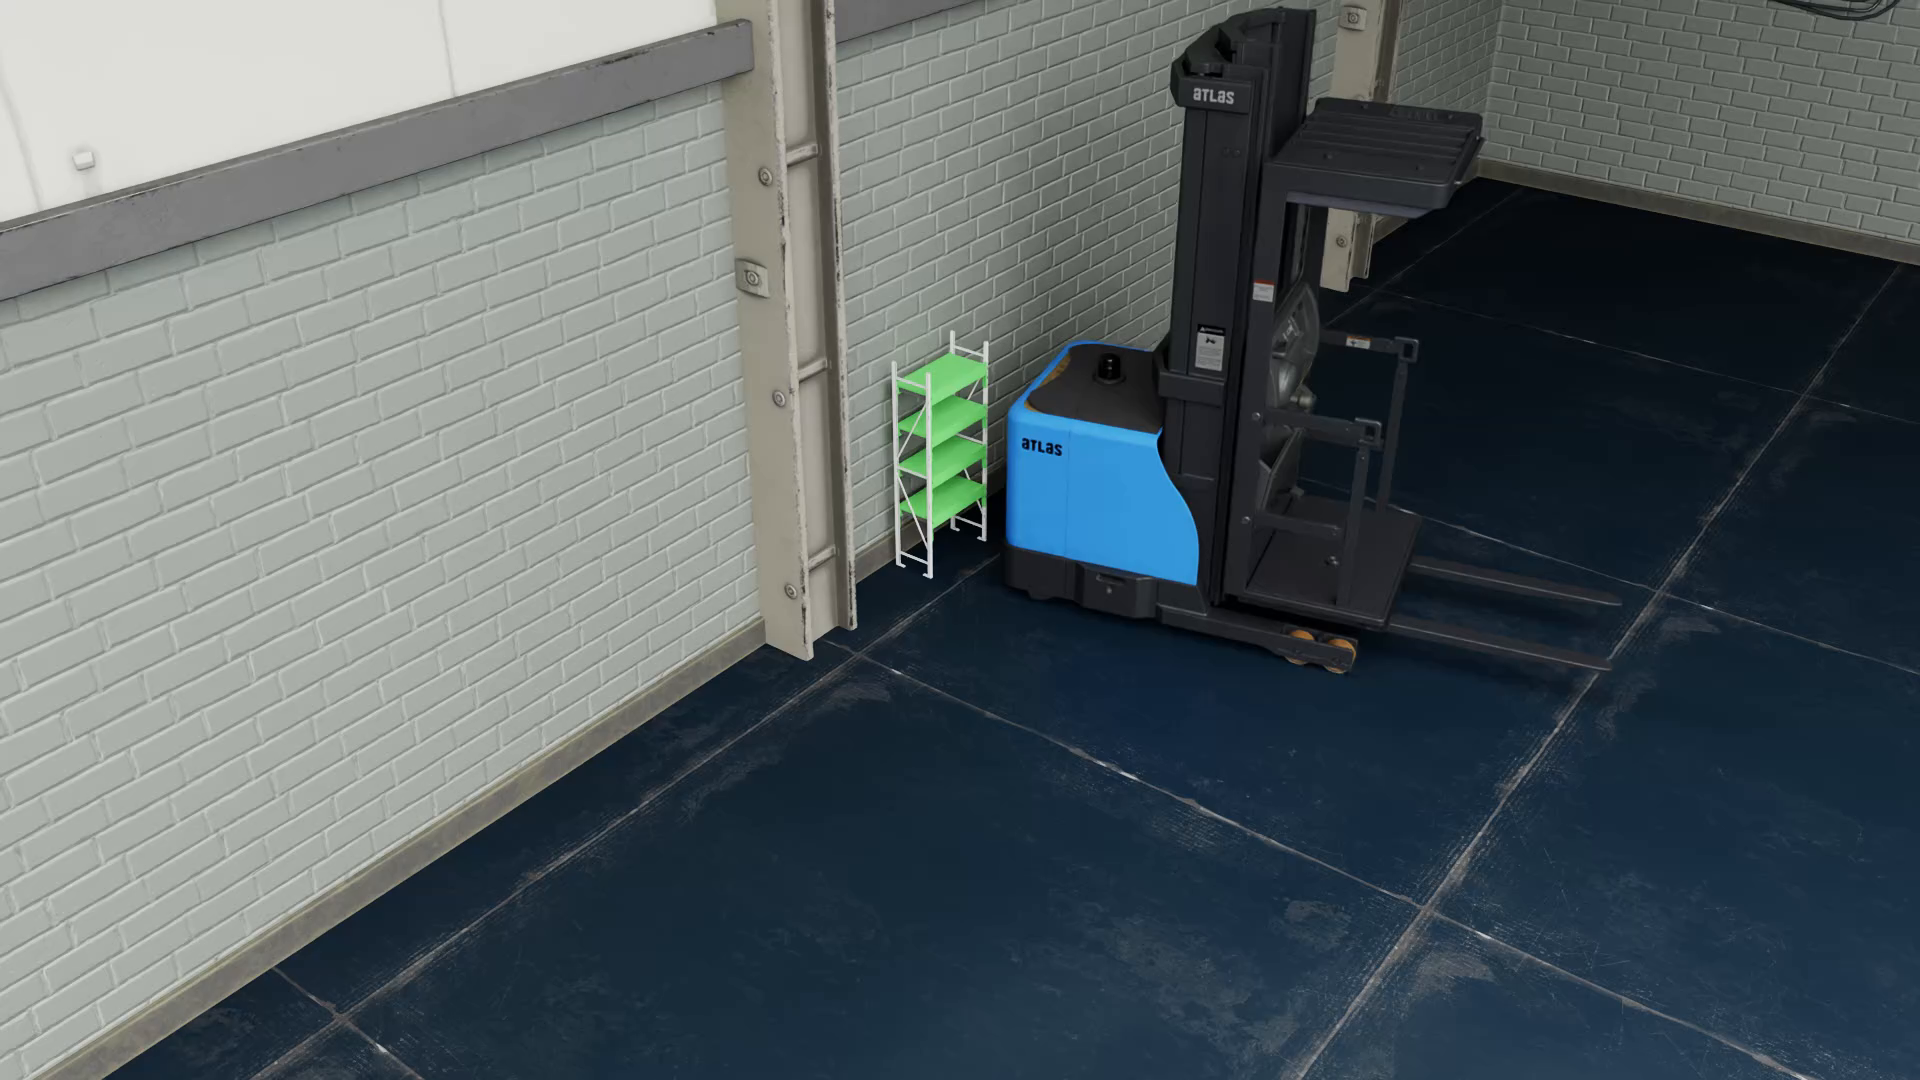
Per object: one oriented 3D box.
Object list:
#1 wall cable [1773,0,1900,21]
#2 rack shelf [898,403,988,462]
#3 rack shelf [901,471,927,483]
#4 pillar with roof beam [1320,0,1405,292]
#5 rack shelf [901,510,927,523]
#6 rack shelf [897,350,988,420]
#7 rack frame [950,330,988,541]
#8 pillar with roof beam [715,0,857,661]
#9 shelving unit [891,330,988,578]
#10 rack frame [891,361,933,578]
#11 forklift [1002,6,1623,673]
[{"bbox_3d":[5.692,-5.292,12.398,3.097,2.526,0.112,21,37,31],"label":"wall cable"},{"bbox_3d":[-0.100,-0.600,8.741,0.258,0.148,0.480,21,37,31],"label":"rack shelf"},{"bbox_3d":[-0.100,-0.419,8.849,0.199,0.029,0.442,21,37,31],"label":"rack shelf"},{"bbox_3d":[6.292,-4.512,8.037,9.100,9.000,0.400,21,37,31],"label":"pillar with roof beam"},{"bbox_3d":[-0.100,-0.212,8.971,0.199,0.029,0.442,21,37,31],"label":"rack shelf"},{"bbox_3d":[-0.100,-0.807,8.618,0.258,0.148,0.480,21,37,31],"label":"rack shelf"},{"bbox_3d":[0.047,-0.548,8.998,0.240,1.200,0.015,21,37,31],"label":"rack frame"},{"bbox_3d":[2.670,-2.073,3.922,9.100,9.000,0.400,21,37,31],"label":"pillar with roof beam"},{"bbox_3d":[-0.100,-0.449,8.831,0.258,1.200,0.503,21,37,31],"label":"shelving unit"},{"bbox_3d":[-0.247,-0.350,8.663,0.240,1.200,0.015,21,37,31],"label":"rack frame"},{"bbox_3d":[1.788,-0.917,7.922,3.031,2.935,1.130,12,33,20],"label":"forklift"}]
